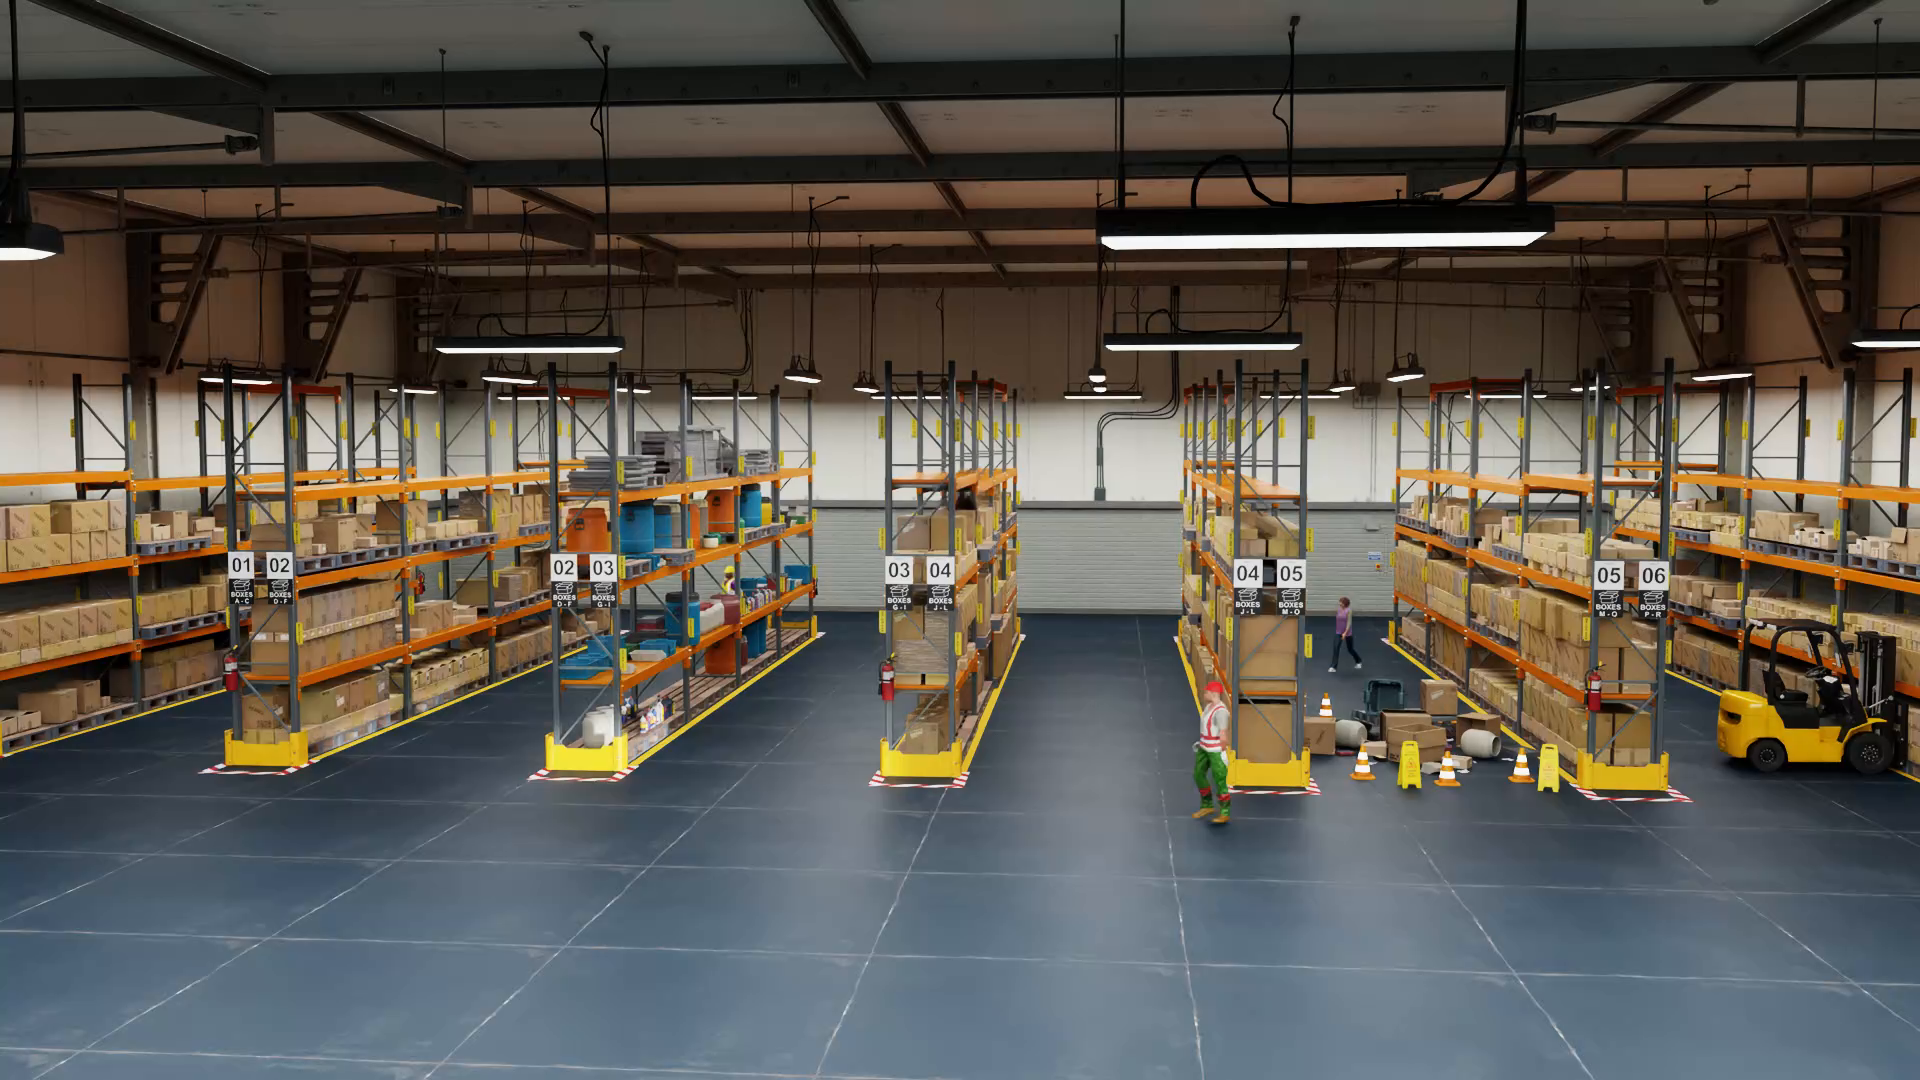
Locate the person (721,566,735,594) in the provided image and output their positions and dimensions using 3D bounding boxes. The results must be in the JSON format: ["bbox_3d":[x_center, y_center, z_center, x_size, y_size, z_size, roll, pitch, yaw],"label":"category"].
[{"bbox_3d":[-5.558,1.528,39.825,0.605,1.818,0.410,4,5,43],"label":"person"}]

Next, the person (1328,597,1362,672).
[{"bbox_3d":[7.984,1.954,34.456,0.935,1.554,0.388,-4,5,-44],"label":"person"}]

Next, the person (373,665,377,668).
[{"bbox_3d":[-12.276,1.835,34.591,0.453,1.762,0.604,0,4,-4],"label":"person"}]

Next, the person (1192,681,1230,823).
[{"bbox_3d":[3.221,2.695,21.299,0.365,1.806,0.680,-1,4,-21],"label":"person"}]
